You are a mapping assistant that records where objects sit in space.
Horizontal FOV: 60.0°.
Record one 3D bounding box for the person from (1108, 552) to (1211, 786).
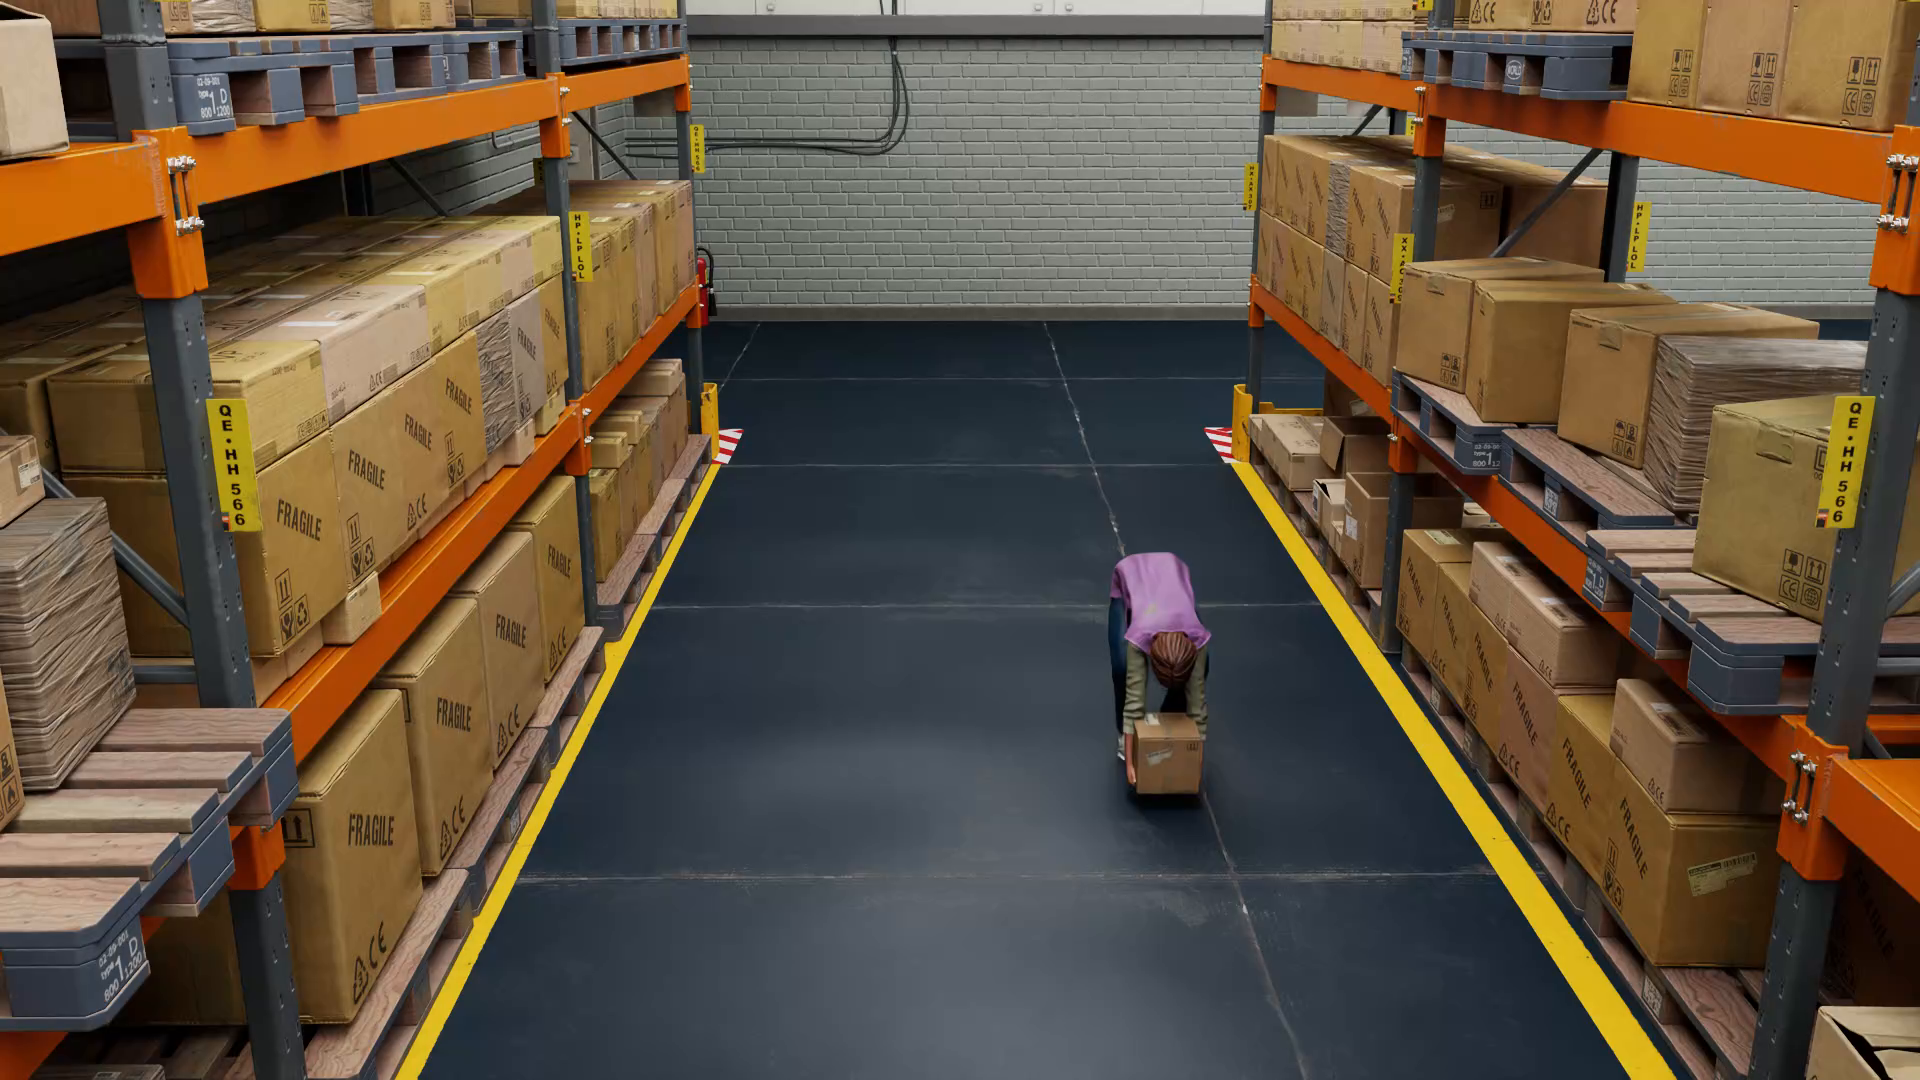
[{"bbox_3d":[0.848,0.543,7.020,0.419,0.886,0.854,-1,17,-3],"label":"person"}]
